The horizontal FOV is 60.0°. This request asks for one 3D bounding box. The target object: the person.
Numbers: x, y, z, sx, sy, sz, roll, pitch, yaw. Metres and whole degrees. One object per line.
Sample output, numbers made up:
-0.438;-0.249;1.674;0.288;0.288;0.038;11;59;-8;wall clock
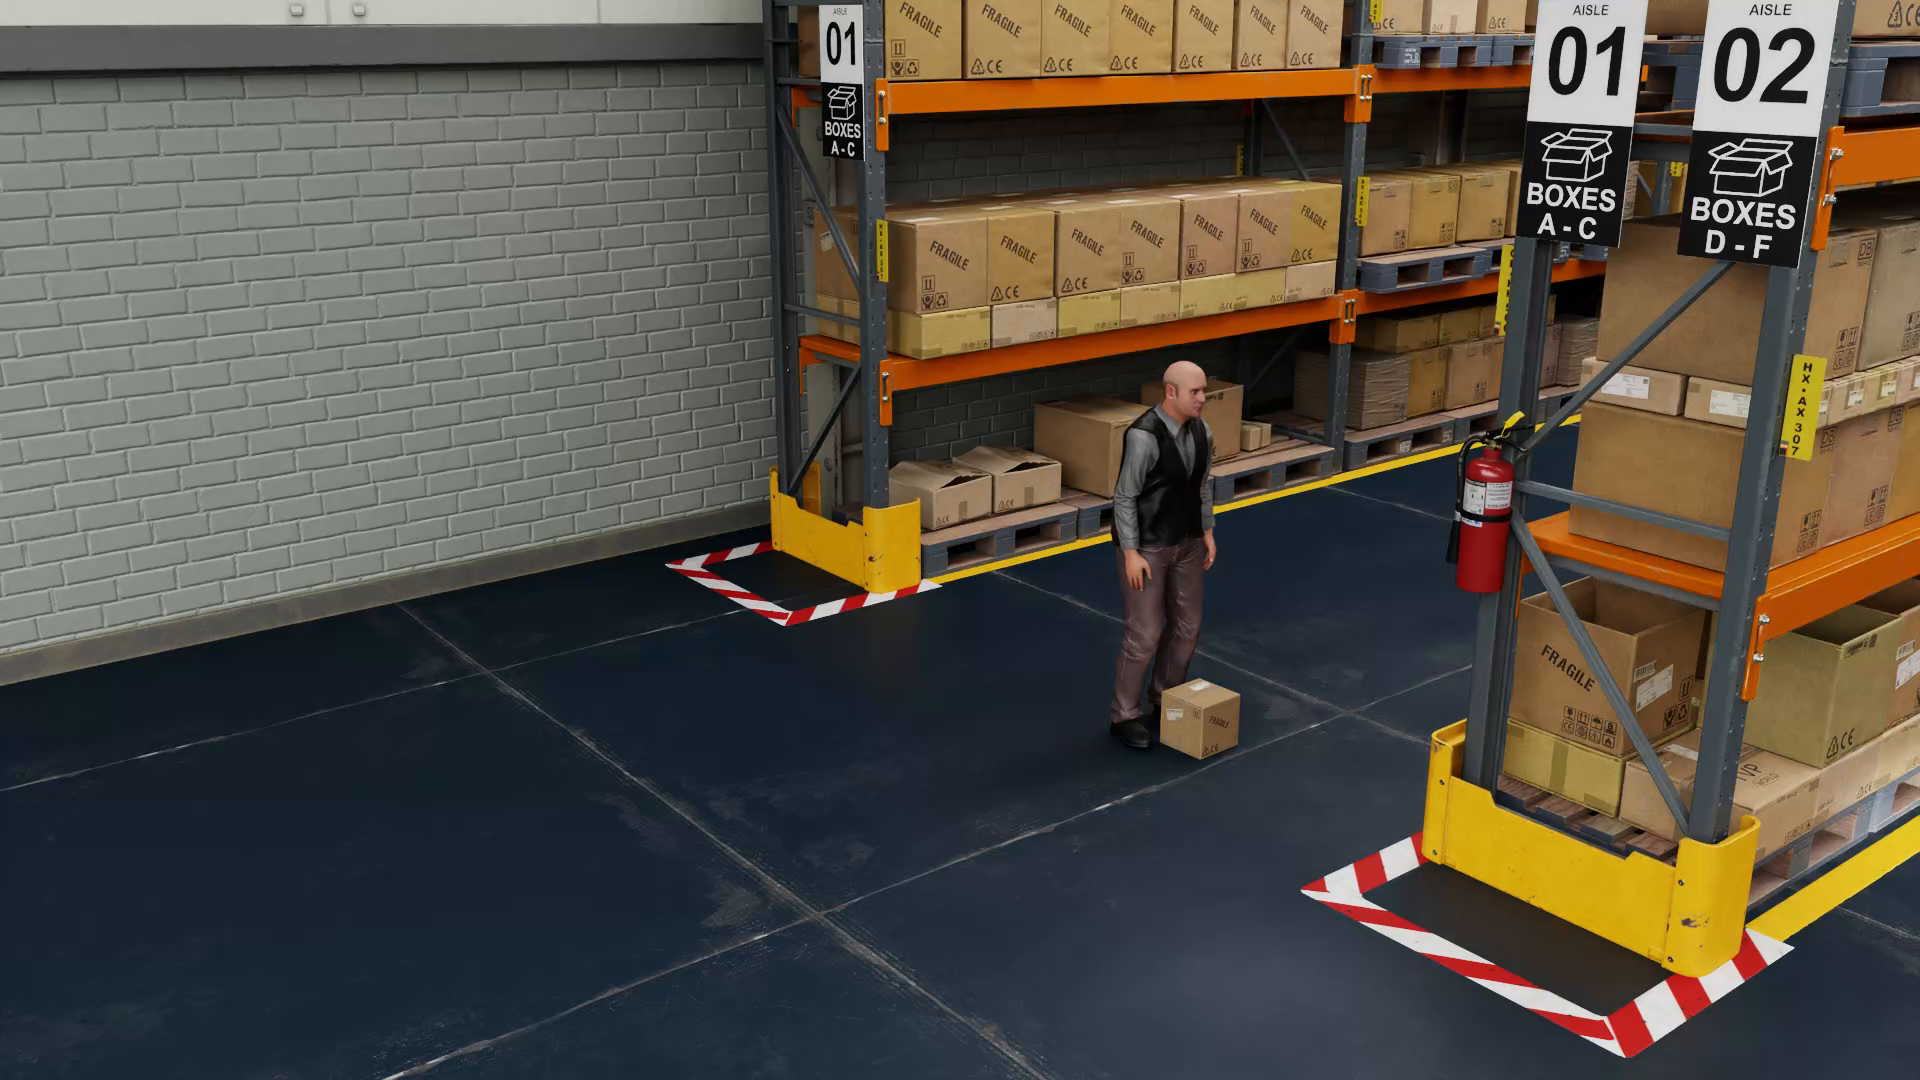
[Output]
0.907;0.036;7.475;0.591;1.722;0.415;-15;23;-38;person
